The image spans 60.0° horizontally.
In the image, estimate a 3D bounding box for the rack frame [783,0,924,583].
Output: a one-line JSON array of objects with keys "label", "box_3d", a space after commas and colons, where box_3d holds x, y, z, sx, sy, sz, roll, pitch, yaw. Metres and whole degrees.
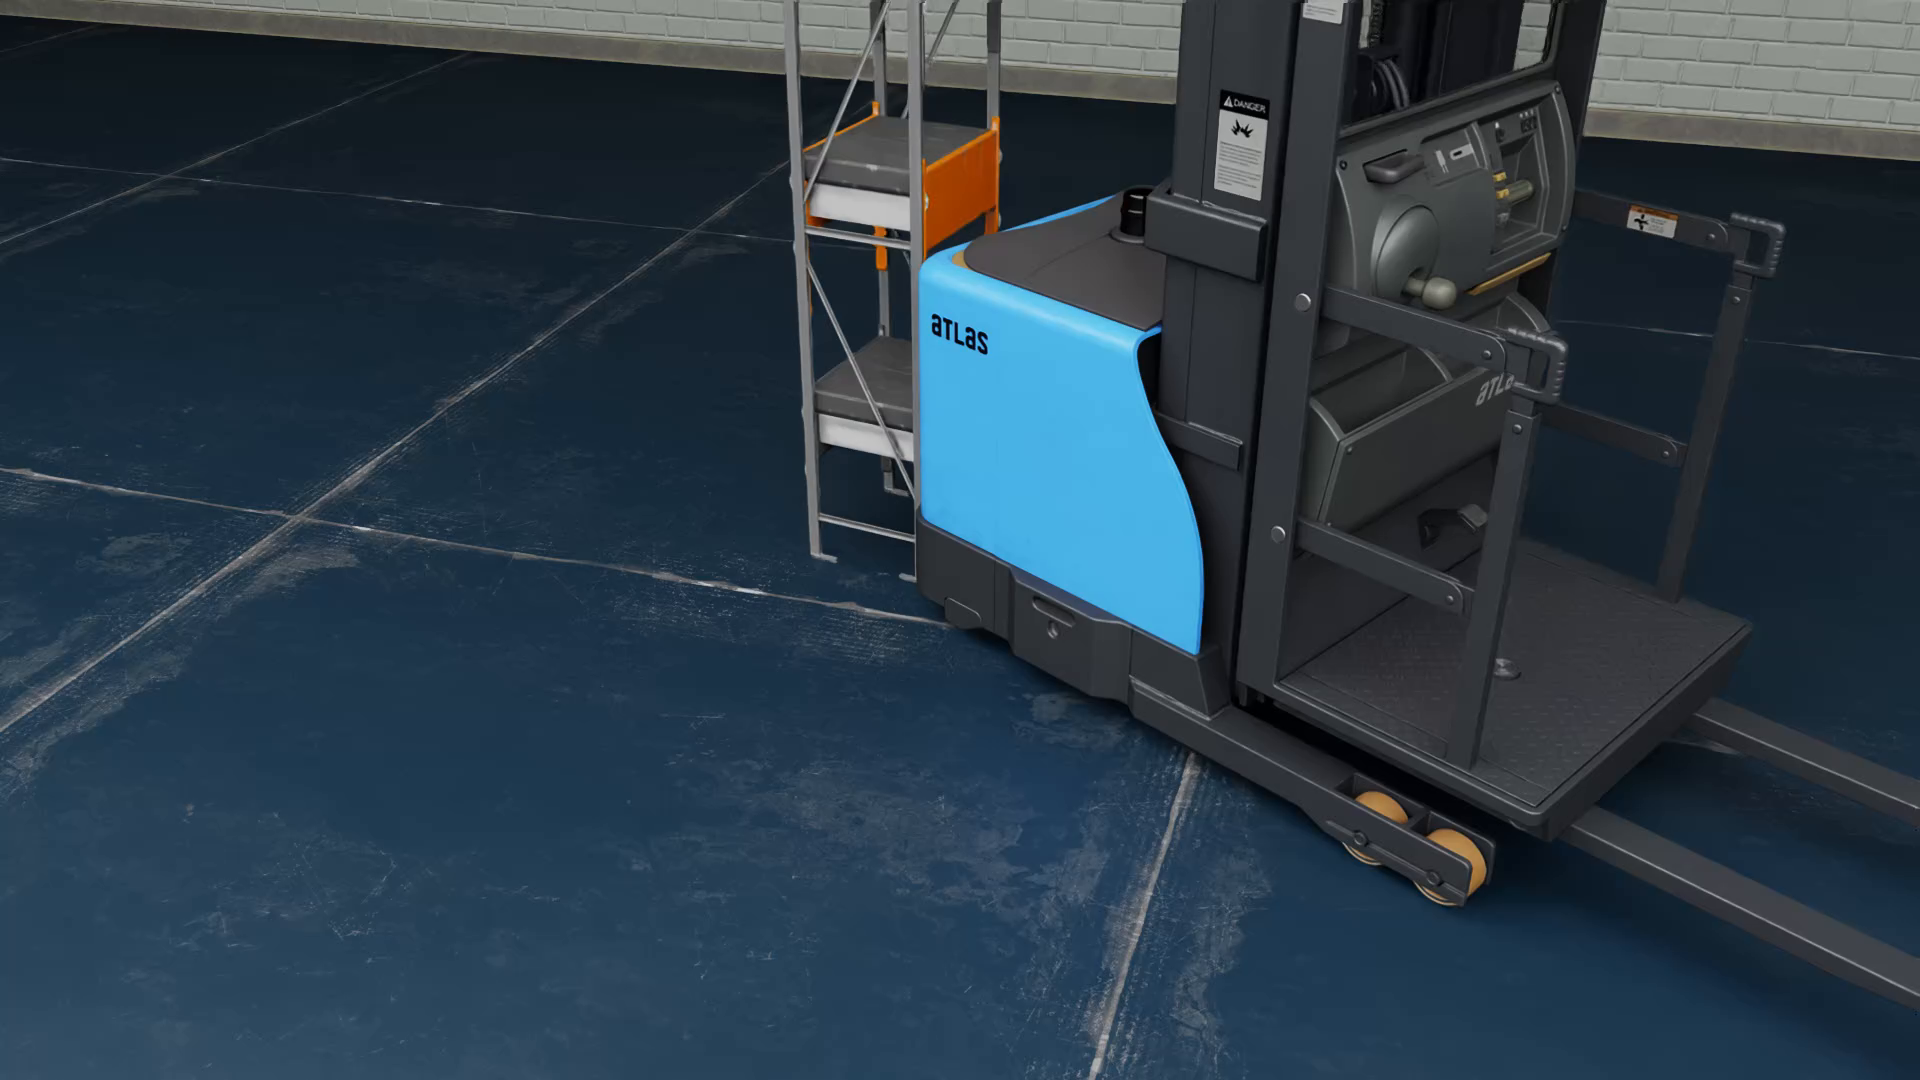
[{"label": "rack frame", "box_3d": [-0.281, -0.828, 4.578, 0.400, 2.100, 0.015, 13, 32, 22]}]

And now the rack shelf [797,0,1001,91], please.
[{"label": "rack shelf", "box_3d": [-0.175, -1.534, 4.437, 0.431, 0.518, 0.480, 13, 32, 22]}]

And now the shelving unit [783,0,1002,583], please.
[{"label": "shelving unit", "box_3d": [-0.175, -0.935, 4.770, 0.431, 2.100, 0.503, 13, 32, 22]}]

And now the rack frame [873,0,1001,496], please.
[{"label": "rack frame", "box_3d": [-0.069, -1.042, 4.962, 0.400, 2.100, 0.015, 13, 32, 22]}]

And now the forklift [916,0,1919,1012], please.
[{"label": "forklift", "box_3d": [1.262, -0.740, 3.565, 1.130, 2.935, 3.031, -25, 38, -38]}]

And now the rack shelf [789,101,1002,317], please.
[{"label": "rack shelf", "box_3d": [-0.175, -0.923, 4.777, 0.431, 0.518, 0.480, 13, 32, 22]}]

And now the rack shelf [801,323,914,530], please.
[{"label": "rack shelf", "box_3d": [-0.175, -0.311, 5.117, 0.431, 0.518, 0.480, 13, 32, 22]}]
